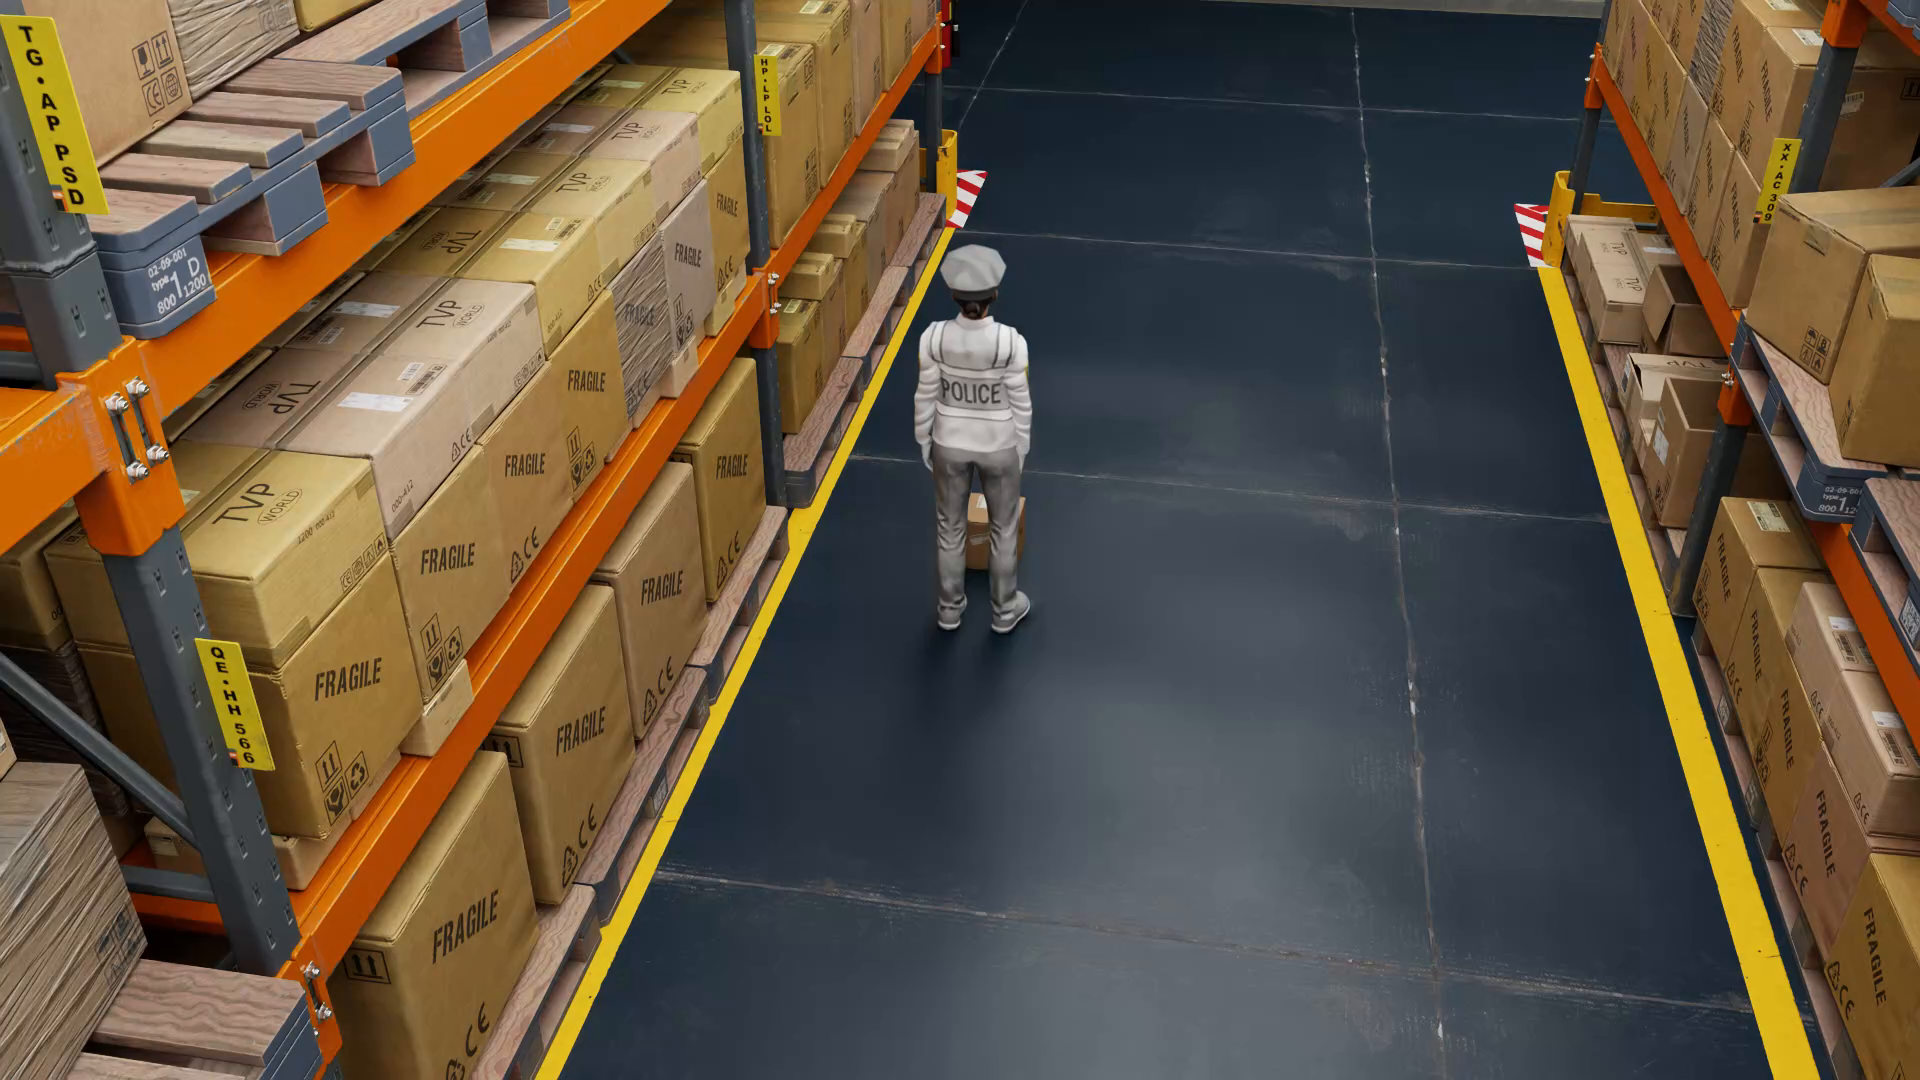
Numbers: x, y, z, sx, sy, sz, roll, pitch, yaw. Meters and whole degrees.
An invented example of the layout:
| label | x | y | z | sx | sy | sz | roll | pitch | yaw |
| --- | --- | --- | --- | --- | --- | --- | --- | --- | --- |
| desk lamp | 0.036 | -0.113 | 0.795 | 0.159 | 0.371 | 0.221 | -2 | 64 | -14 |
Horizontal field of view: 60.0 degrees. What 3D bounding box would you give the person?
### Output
| label | x | y | z | sx | sy | sz | roll | pitch | yaw |
| --- | --- | --- | --- | --- | --- | --- | --- | --- | --- |
| person | 0.053 | -0.381 | 6.715 | 0.475 | 1.684 | 0.340 | 5 | 33 | 8 |
